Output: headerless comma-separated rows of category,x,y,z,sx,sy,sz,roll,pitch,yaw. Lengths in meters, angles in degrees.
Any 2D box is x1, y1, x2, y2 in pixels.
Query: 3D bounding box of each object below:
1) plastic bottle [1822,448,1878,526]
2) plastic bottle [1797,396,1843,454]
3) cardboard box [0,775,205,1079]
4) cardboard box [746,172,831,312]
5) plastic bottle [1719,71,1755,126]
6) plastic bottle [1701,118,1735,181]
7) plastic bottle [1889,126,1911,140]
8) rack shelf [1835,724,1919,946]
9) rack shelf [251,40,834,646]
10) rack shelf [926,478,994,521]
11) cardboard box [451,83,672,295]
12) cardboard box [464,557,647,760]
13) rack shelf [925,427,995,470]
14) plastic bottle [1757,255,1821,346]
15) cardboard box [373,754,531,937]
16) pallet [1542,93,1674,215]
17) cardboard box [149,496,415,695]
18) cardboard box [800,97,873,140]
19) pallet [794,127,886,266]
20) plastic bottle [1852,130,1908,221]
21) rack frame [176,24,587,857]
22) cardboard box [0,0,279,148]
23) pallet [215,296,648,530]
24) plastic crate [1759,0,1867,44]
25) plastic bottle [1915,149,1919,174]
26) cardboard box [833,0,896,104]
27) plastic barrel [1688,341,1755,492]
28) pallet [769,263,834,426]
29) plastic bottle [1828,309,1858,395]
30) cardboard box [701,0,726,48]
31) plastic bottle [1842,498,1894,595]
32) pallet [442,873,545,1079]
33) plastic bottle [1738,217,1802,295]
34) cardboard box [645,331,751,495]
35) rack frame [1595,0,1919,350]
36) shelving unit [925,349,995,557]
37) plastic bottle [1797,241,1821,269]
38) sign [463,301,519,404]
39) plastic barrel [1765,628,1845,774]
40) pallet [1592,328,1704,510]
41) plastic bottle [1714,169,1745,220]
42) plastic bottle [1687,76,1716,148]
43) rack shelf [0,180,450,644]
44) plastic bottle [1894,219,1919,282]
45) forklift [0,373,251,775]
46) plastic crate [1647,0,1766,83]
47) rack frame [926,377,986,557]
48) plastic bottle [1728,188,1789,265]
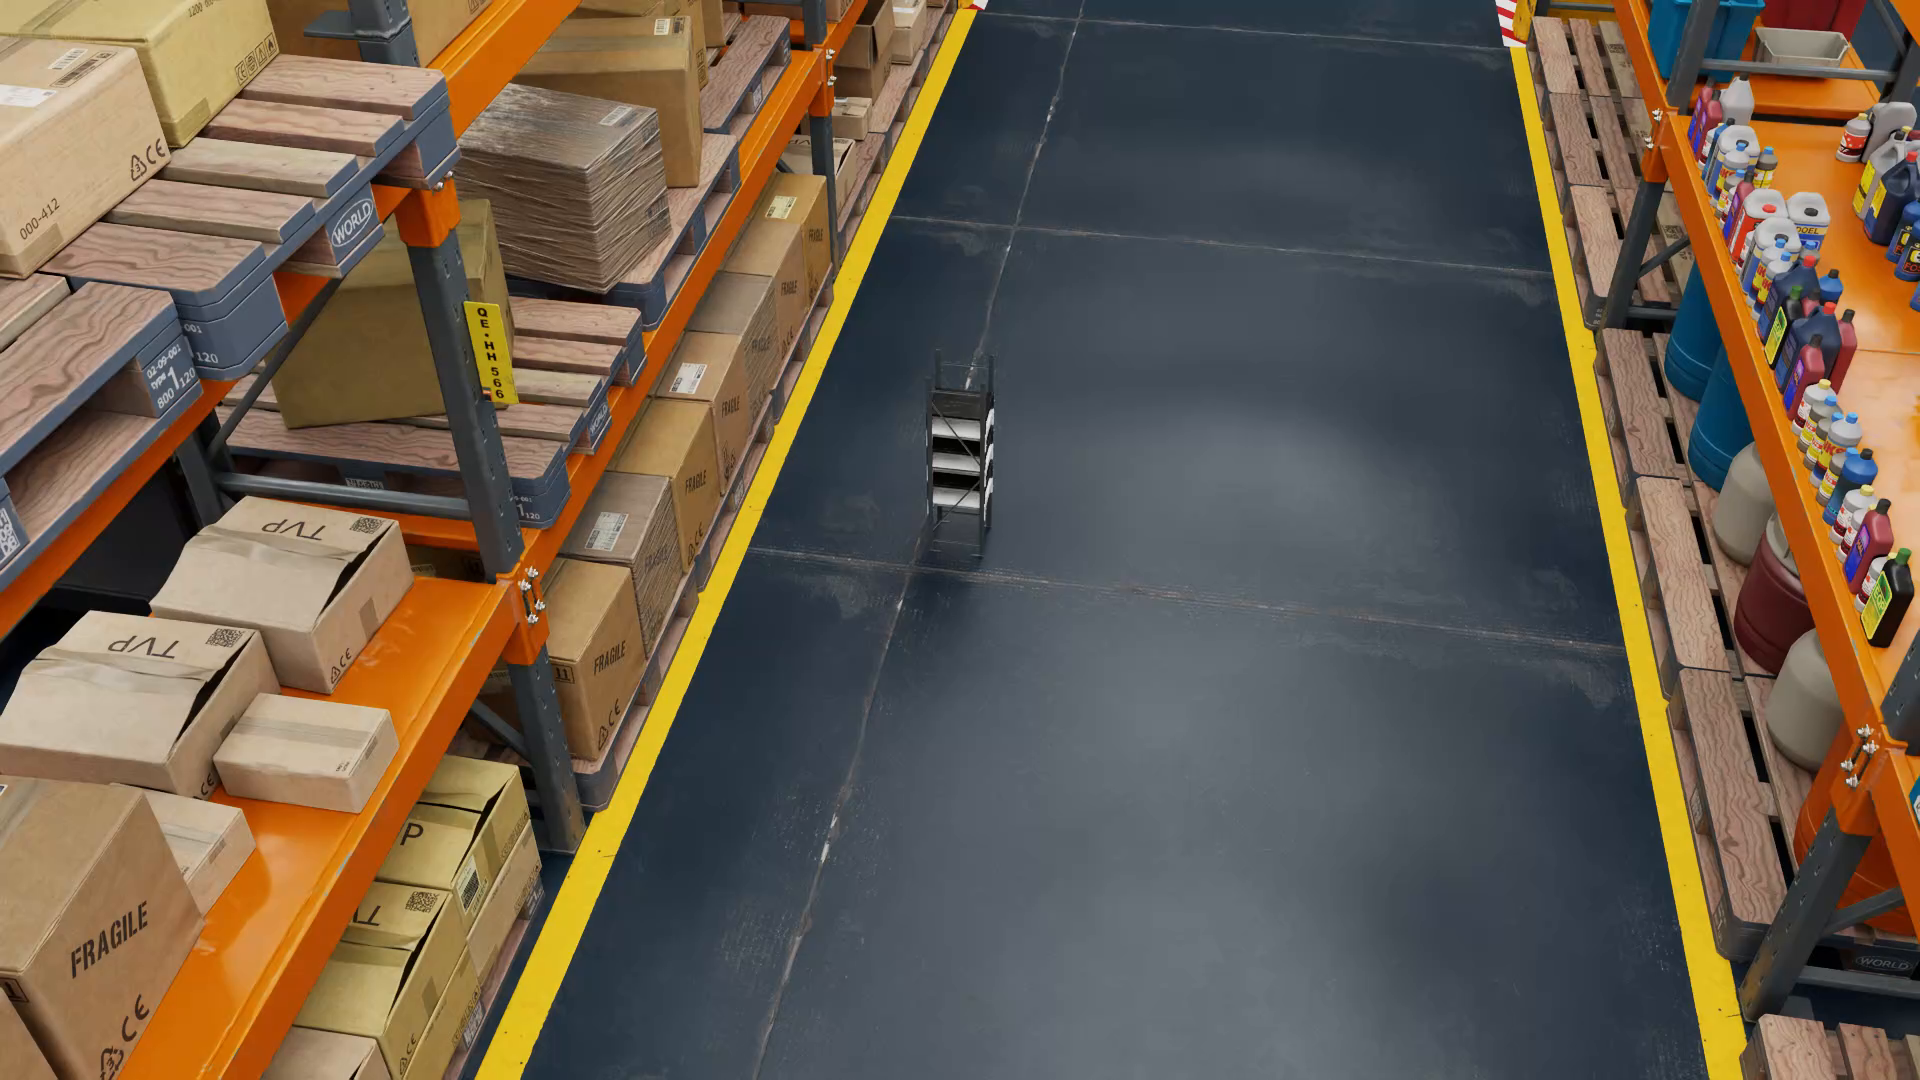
plastic bottle,2.793,-0.169,5.202,0.097,0.271,0.097,0,40,0
plastic bottle,2.861,-0.387,5.519,0.097,0.201,0.097,0,40,0
cardboard box,-2.120,0.887,3.744,0.500,0.500,0.500,4,40,5
cardboard box,-0.957,-1.504,8.332,0.500,0.500,0.500,6,40,7
plastic bottle,3.337,-1.861,7.186,0.144,0.351,0.185,6,40,8
plastic bottle,3.199,-1.639,6.979,0.097,0.271,0.097,0,40,0
plastic bottle,3.981,-1.655,7.054,0.097,0.201,0.097,0,40,0
rack shelf,2.686,1.952,3.100,1.077,0.370,4.000,6,40,8
rack shelf,-1.500,-1.107,6.799,1.077,0.370,4.000,6,40,8
rack shelf,0.001,-0.188,7.105,0.258,0.077,0.200,6,40,8
cardboard box,-1.502,-1.290,6.048,0.700,0.500,0.500,14,42,16
cardboard box,-1.486,0.411,6.016,0.500,0.500,0.500,8,40,10
rack shelf,0.001,-0.396,6.933,0.258,0.077,0.200,6,40,8
plastic bottle,3.003,-0.875,5.993,0.144,0.351,0.185,6,40,8
cardboard box,-1.694,0.909,5.185,0.500,0.311,0.500,7,40,9
pallet,4.022,-2.250,9.805,1.003,0.211,1.213,6,40,8
cardboard box,-1.952,0.129,4.810,0.500,0.311,0.500,9,40,10
cardboard box,-0.728,-2.500,9.799,0.380,0.166,0.250,6,40,8
pallet,-1.034,-1.995,9.498,1.003,0.211,1.213,6,40,8
plastic bottle,3.745,-1.475,6.718,0.144,0.351,0.185,6,40,8
rack frame,-1.846,-0.129,5.052,1.000,3.000,0.127,6,40,8
cardboard box,-1.869,-1.098,3.658,0.500,0.250,0.500,4,40,4
pallet,-1.798,-0.488,5.637,1.213,0.211,1.003,6,40,8
plastic crate,4.126,-2.671,8.030,0.402,0.464,0.583,6,40,8
plastic bottle,3.887,-1.459,6.699,0.144,0.351,0.185,6,40,8
cardboard box,-0.834,-3.026,10.170,0.797,0.503,0.637,6,40,8
plastic barrel,3.491,-0.660,7.011,0.600,0.901,0.708,6,40,8
pallet,-1.257,-1.050,8.354,1.003,0.211,1.213,6,40,8
plastic bottle,3.054,-0.654,5.778,0.061,0.283,0.133,6,40,8
cardboard box,-1.456,-2.567,7.593,0.700,0.500,0.500,-6,40,-7
plastic bottle,2.722,0.019,4.965,0.061,0.283,0.133,6,40,8
pallet,-2.027,1.458,5.321,1.003,0.211,1.213,6,40,8
plastic bottle,3.068,-1.068,6.285,0.152,0.276,0.135,6,40,8
cardboard box,-1.224,-0.561,7.191,0.500,0.500,0.500,5,40,6
rack frame,3.724,-2.091,7.425,1.000,3.000,0.127,6,40,8
shelving unit,0.001,-0.352,6.969,0.258,0.900,0.210,6,40,8
plastic bottle,3.195,-1.037,6.306,0.097,0.201,0.097,0,40,0
sign,-1.299,-0.516,4.612,0.100,0.325,0.005,6,40,8
plastic barrel,3.110,0.543,5.862,0.421,0.512,0.421,0,40,0
pallet,3.550,-0.536,7.733,1.003,0.211,1.213,6,40,8
plastic bottle,3.142,-1.405,6.752,0.097,0.201,0.097,0,40,0
plastic bottle,3.241,-1.863,7.241,0.061,0.283,0.133,6,40,8
rack shelf,-2.192,0.247,2.807,1.077,0.370,4.000,6,40,8
plastic bottle,3.674,-1.130,6.364,0.097,0.271,0.097,0,40,0
forklift,-3.412,-0.968,6.121,1.130,2.935,3.031,7,40,9
plastic crate,3.469,-2.438,7.811,0.392,0.384,0.575,6,40,8
rack frame,-0.016,-0.288,6.892,0.240,0.900,0.006,6,40,8
plastic bottle,3.109,-1.213,6.461,0.152,0.276,0.135,6,40,8
